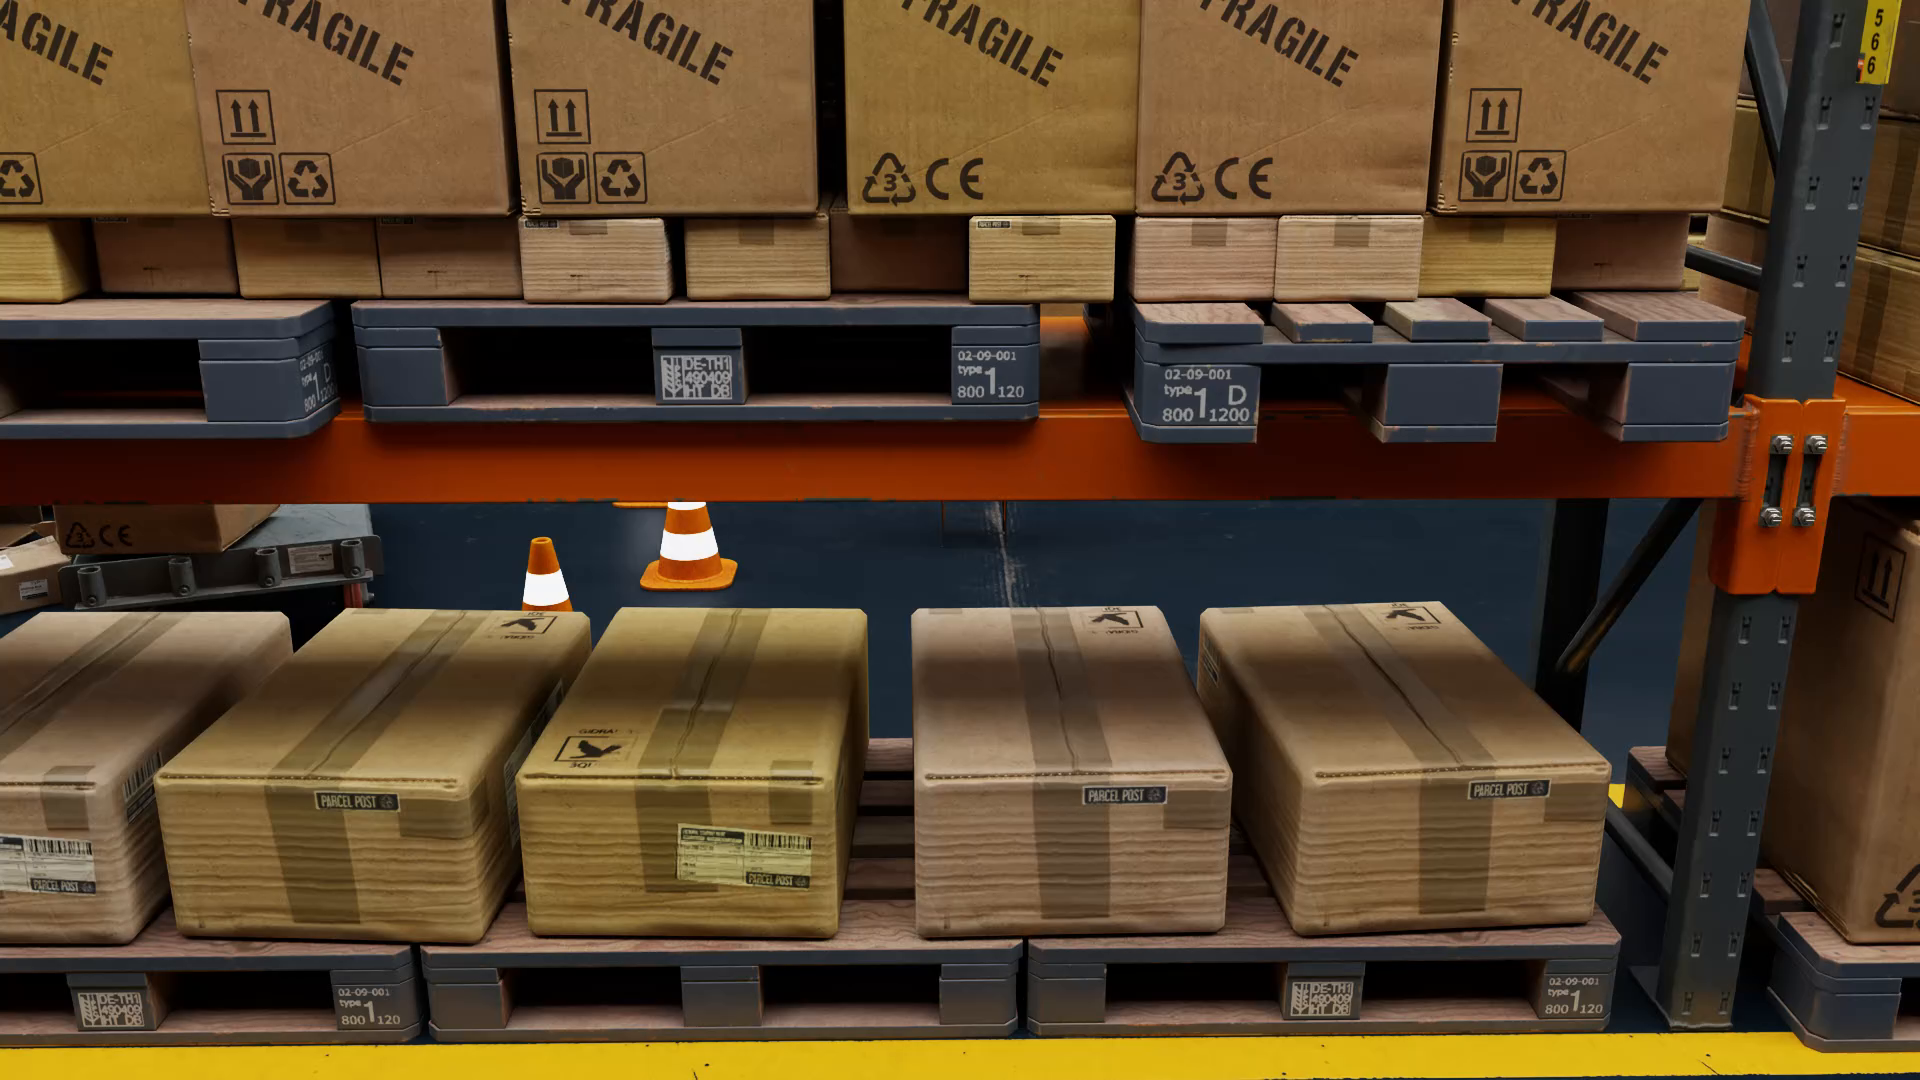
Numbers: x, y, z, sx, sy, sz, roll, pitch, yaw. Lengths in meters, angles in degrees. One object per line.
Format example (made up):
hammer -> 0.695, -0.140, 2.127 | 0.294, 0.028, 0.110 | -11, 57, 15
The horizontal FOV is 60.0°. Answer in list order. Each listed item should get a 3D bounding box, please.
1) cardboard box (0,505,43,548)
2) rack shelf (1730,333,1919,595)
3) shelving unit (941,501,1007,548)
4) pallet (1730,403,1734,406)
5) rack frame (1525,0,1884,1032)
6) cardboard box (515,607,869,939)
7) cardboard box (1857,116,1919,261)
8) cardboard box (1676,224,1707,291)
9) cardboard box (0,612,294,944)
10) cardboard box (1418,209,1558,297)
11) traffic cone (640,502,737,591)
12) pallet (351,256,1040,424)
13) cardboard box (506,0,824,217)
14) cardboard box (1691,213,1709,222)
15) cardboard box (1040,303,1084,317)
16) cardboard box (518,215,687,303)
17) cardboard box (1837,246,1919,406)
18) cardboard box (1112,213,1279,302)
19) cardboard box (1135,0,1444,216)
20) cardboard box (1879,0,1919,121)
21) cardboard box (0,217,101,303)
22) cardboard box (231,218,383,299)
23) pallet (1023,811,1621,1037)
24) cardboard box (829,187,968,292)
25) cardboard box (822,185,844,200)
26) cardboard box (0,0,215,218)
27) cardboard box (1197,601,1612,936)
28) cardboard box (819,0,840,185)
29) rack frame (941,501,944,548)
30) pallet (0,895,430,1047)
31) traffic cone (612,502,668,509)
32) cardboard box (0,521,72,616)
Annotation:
cardboard box -> -3.837, -0.199, 6.123 | 0.503, 0.637, 0.797 | 0, 18, -1
rack shelf -> 3.510, -0.240, 3.564 | 4.000, 0.370, 1.077 | 0, 18, -1
shelving unit -> 0.053, -0.500, 6.388 | 0.252, 1.050, 0.215 | 0, 18, -1
pallet -> 3.329, -0.765, 8.587 | 1.213, 0.211, 1.003 | 0, 18, -1
rack frame -> 1.510, -0.573, 3.424 | 0.127, 3.000, 1.000 | 0, 18, -1
cardboard box -> -0.551, 0.486, 3.738 | 0.625, 0.372, 0.950 | 0, 18, 1
cardboard box -> 2.021, -0.667, 3.143 | 0.500, 0.250, 0.500 | 0, 18, -1
cardboard box -> 3.548, -1.385, 8.130 | 0.500, 0.250, 0.500 | -1, 18, -3
cardboard box -> -1.965, 0.494, 3.712 | 0.625, 0.372, 0.950 | 0, 18, 0
cardboard box -> 0.919, -0.557, 3.097 | 0.250, 0.149, 0.380 | 0, 18, 0
traffic cone -> -0.997, -0.086, 6.060 | 0.334, 0.463, 0.336 | 0, 18, -1
pallet -> -0.468, -0.460, 3.385 | 1.213, 0.211, 1.003 | 0, 18, -1
cardboard box -> -0.507, -0.865, 2.994 | 0.500, 0.500, 0.500 | -1, 18, -3
cardboard box -> 4.055, -1.545, 8.629 | 0.500, 0.250, 0.500 | 0, 18, 1
cardboard box -> 0.721, -1.238, 8.492 | 0.750, 0.750, 1.050 | -1, 18, -2
cardboard box -> -0.628, -0.538, 3.039 | 0.250, 0.149, 0.380 | 0, 18, 1
cardboard box -> 2.004, -0.427, 3.215 | 0.500, 0.250, 0.500 | -1, 18, -2
cardboard box -> 0.416, -0.543, 3.054 | 0.250, 0.149, 0.380 | -1, 18, -3
cardboard box -> 0.544, -0.870, 3.010 | 0.500, 0.500, 0.500 | -1, 18, -2
cardboard box -> 2.007, -1.025, 3.031 | 0.500, 0.500, 0.500 | -1, 18, -3
cardboard box -> -1.682, -0.539, 3.041 | 0.250, 0.149, 0.380 | 0, 18, 0
cardboard box -> -1.142, -0.552, 3.082 | 0.250, 0.149, 0.380 | 0, 18, 0
pallet -> 0.729, 0.758, 3.840 | 1.213, 0.211, 1.003 | 0, 18, -1
cardboard box -> -0.112, -0.575, 3.153 | 0.250, 0.149, 0.380 | 0, 18, 0
cardboard box -> -0.172, -0.697, 3.534 | 0.250, 0.149, 0.380 | 0, 18, 1
cardboard box -> -1.515, -0.861, 2.981 | 0.500, 0.500, 0.500 | 0, 18, -1
cardboard box -> 0.945, 0.478, 3.763 | 0.625, 0.372, 0.950 | -1, 18, -5
cardboard box -> -0.495, -1.022, 3.484 | 0.500, 0.500, 0.500 | -1, 18, -3
rack frame -> -0.068, -0.500, 6.386 | 0.008, 1.050, 0.200 | 0, 18, -1
pallet -> -1.711, 0.770, 3.803 | 1.213, 0.211, 1.003 | 0, 18, -1
traffic cone -> -1.303, -0.403, 7.045 | 0.334, 0.463, 0.336 | 0, 18, -1
cardboard box -> -3.337, 0.096, 5.813 | 0.396, 0.266, 0.258 | -15, 23, -39
